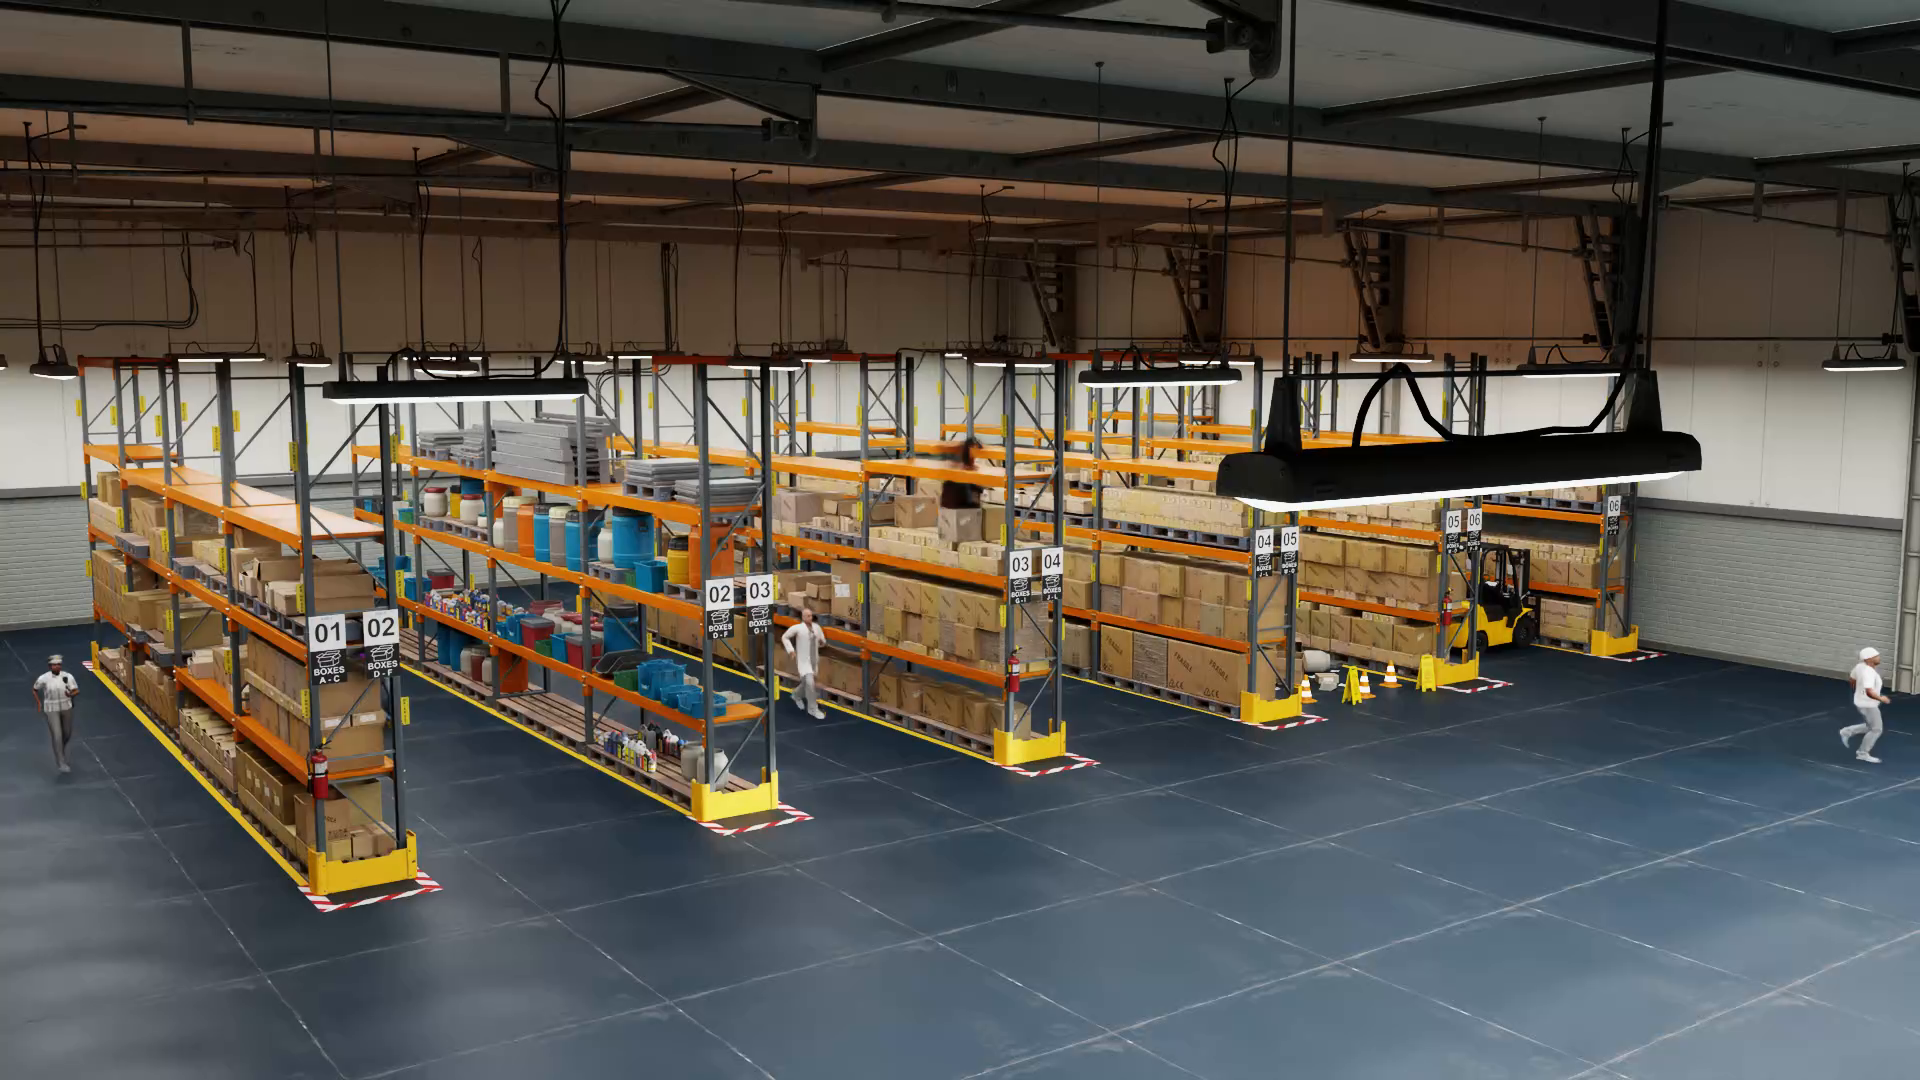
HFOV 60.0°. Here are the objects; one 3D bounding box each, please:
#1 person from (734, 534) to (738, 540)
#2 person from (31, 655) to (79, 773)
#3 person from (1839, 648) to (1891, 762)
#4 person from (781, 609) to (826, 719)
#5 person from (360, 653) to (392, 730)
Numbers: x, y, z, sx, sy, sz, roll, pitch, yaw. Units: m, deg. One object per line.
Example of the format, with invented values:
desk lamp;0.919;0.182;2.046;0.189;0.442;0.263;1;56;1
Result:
person;-5.571;0.614;40.172;0.747;1.711;0.565;0;7;4
person;-13.272;2.512;24.469;0.576;1.679;0.941;-6;9;-43
person;13.589;2.464;24.965;0.612;1.726;0.736;2;7;15
person;-2.567;2.039;27.904;0.686;1.784;1.045;-7;10;-43
person;-9.348;2.217;26.931;0.721;1.821;0.729;-6;9;-39
